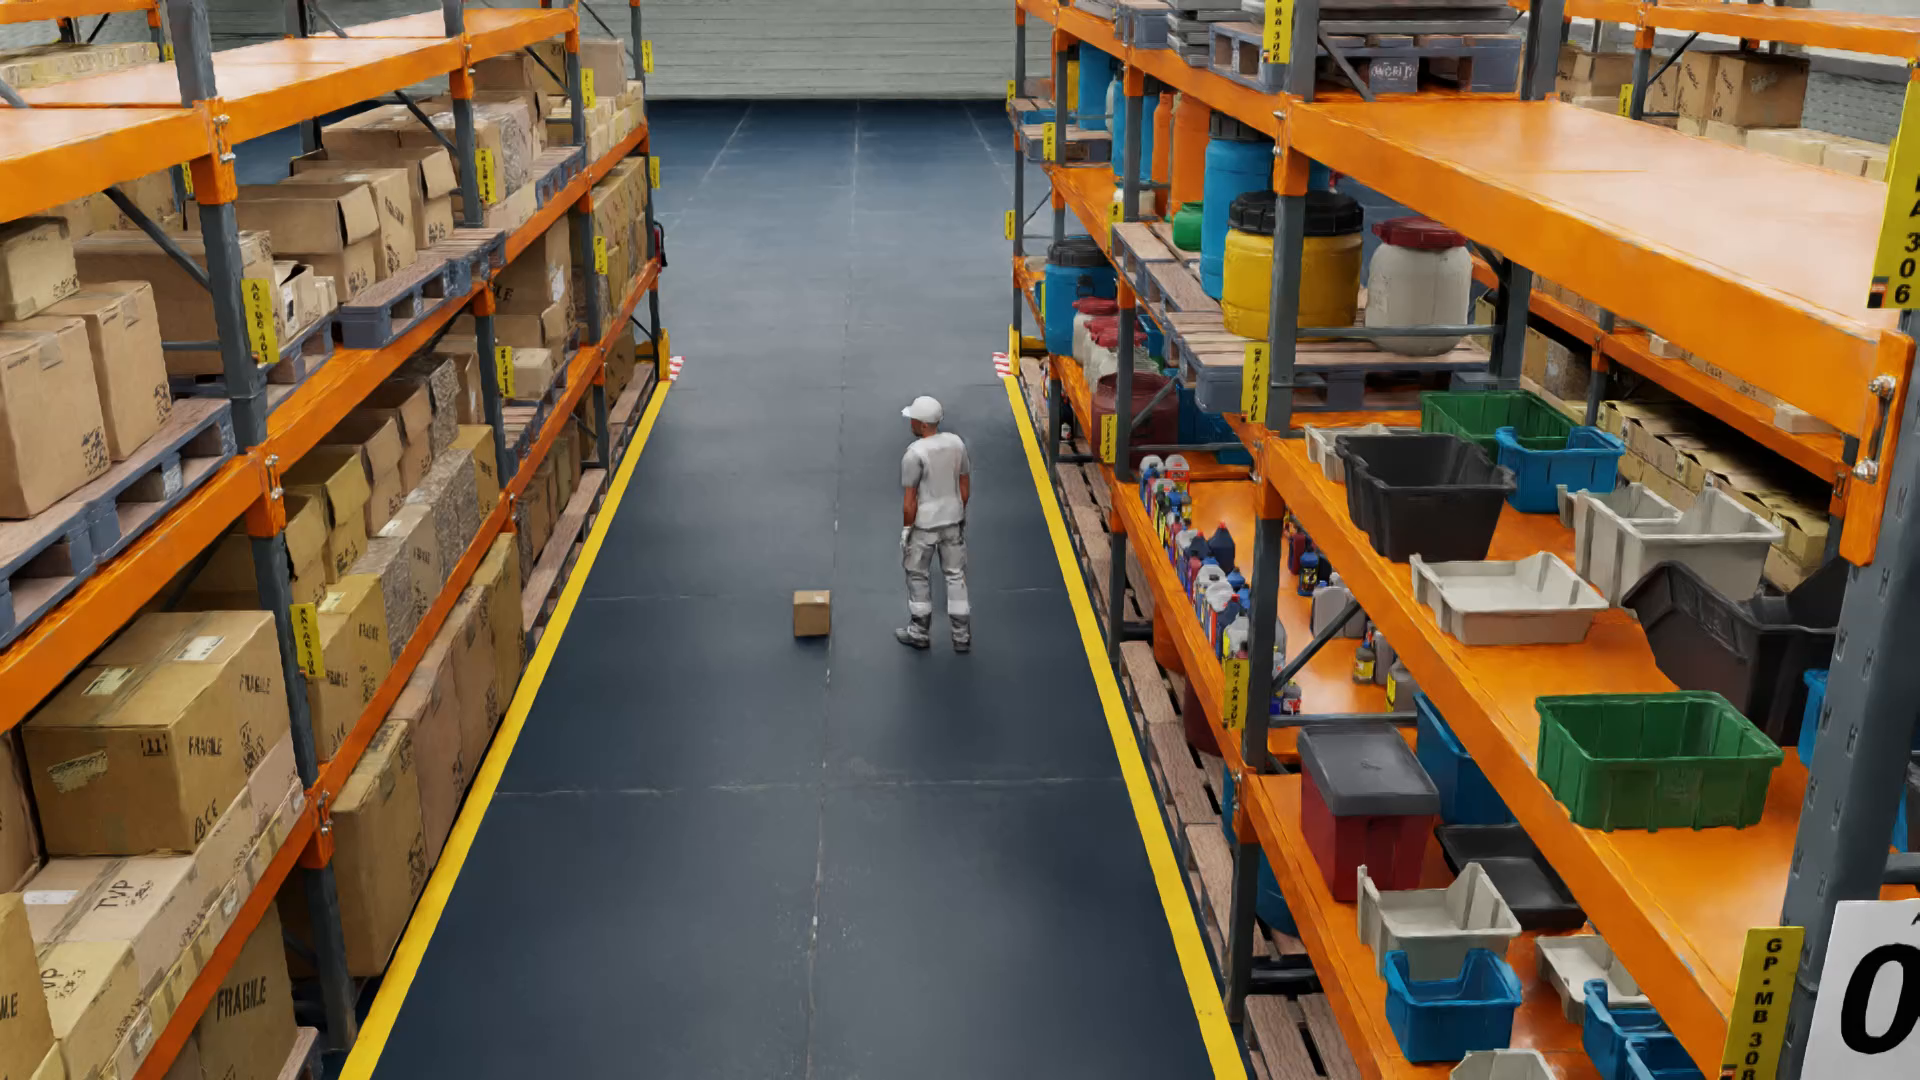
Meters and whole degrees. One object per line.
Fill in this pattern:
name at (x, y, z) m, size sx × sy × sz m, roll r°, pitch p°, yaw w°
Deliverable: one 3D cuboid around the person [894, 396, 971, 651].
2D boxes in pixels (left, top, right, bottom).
person at (-0.186, -0.113, 11.341) m, size 0.549 × 1.787 × 0.538 m, roll -12°, pitch 23°, yaw -30°
